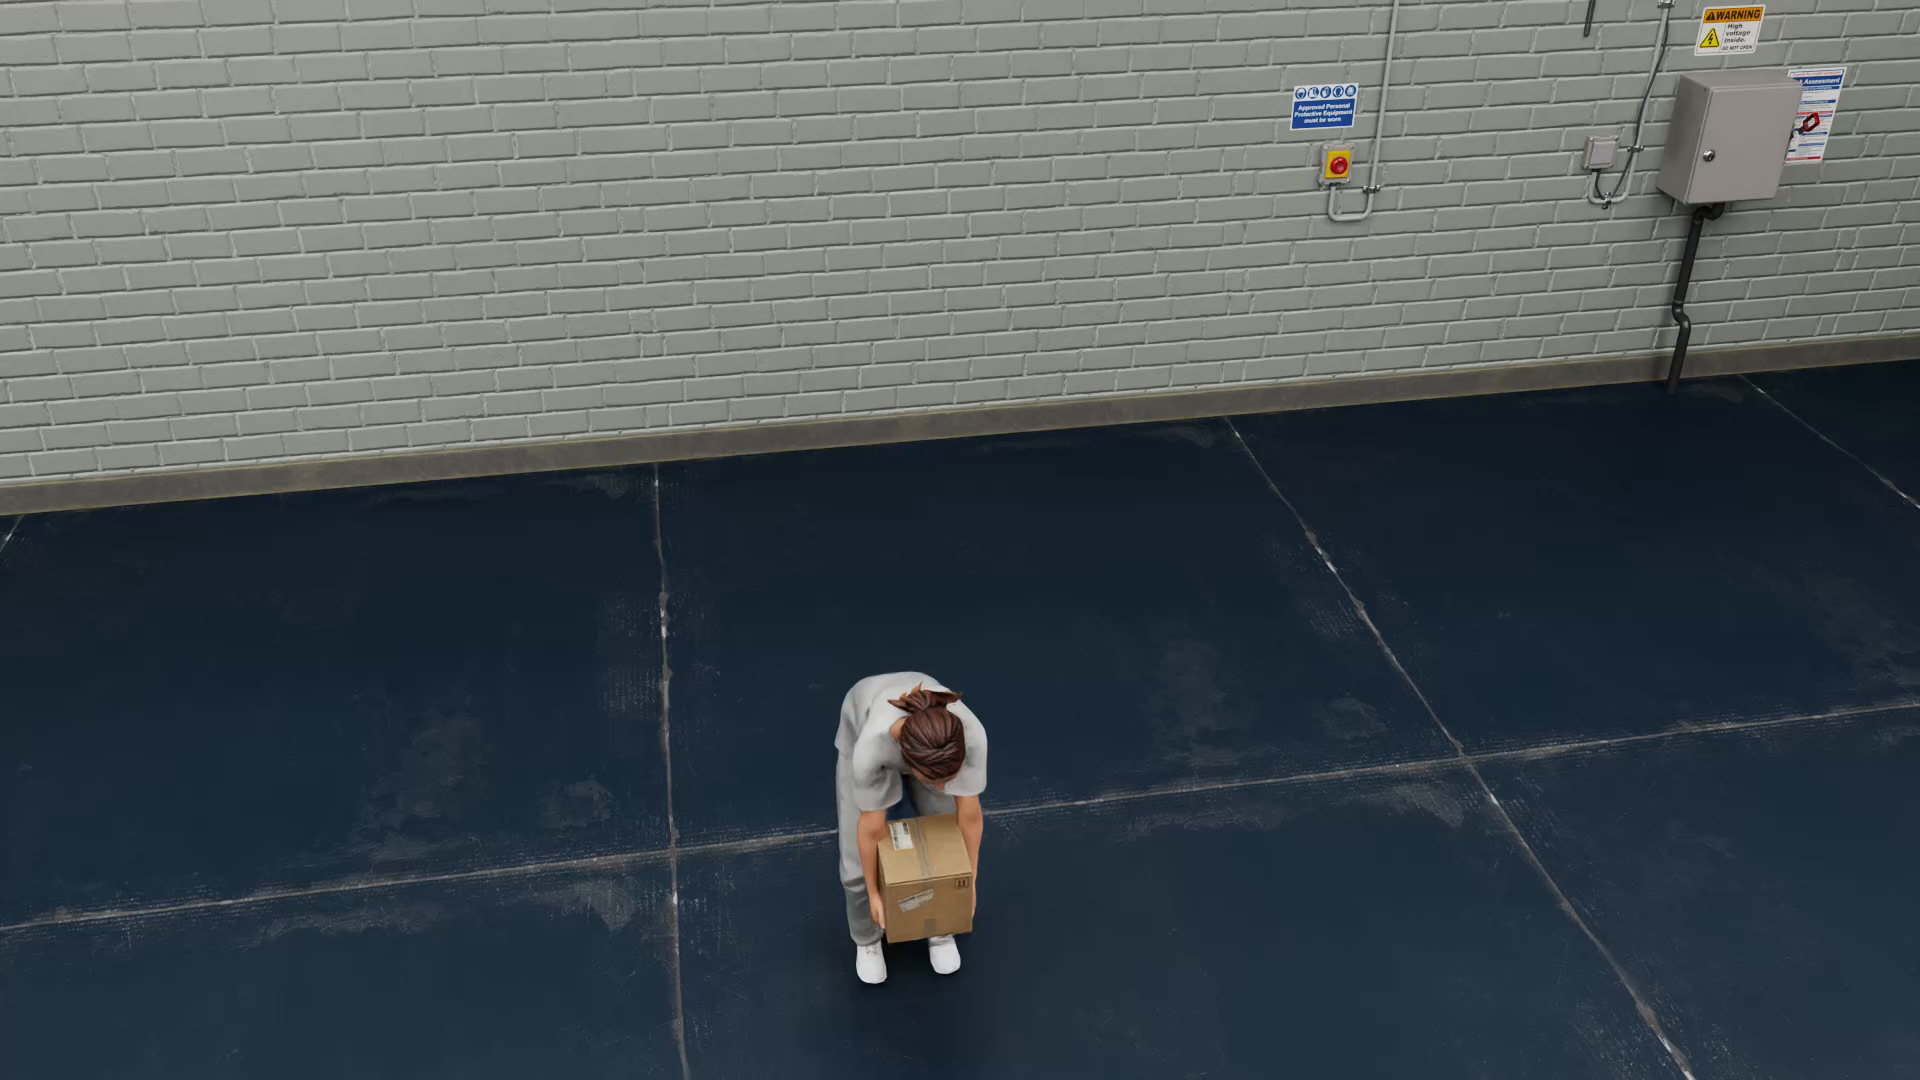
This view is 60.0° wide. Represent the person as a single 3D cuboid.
[{"bbox_3d":[-0.144,0.883,5.005,0.423,1.318,0.799,-6,31,-10],"label":"person"}]
